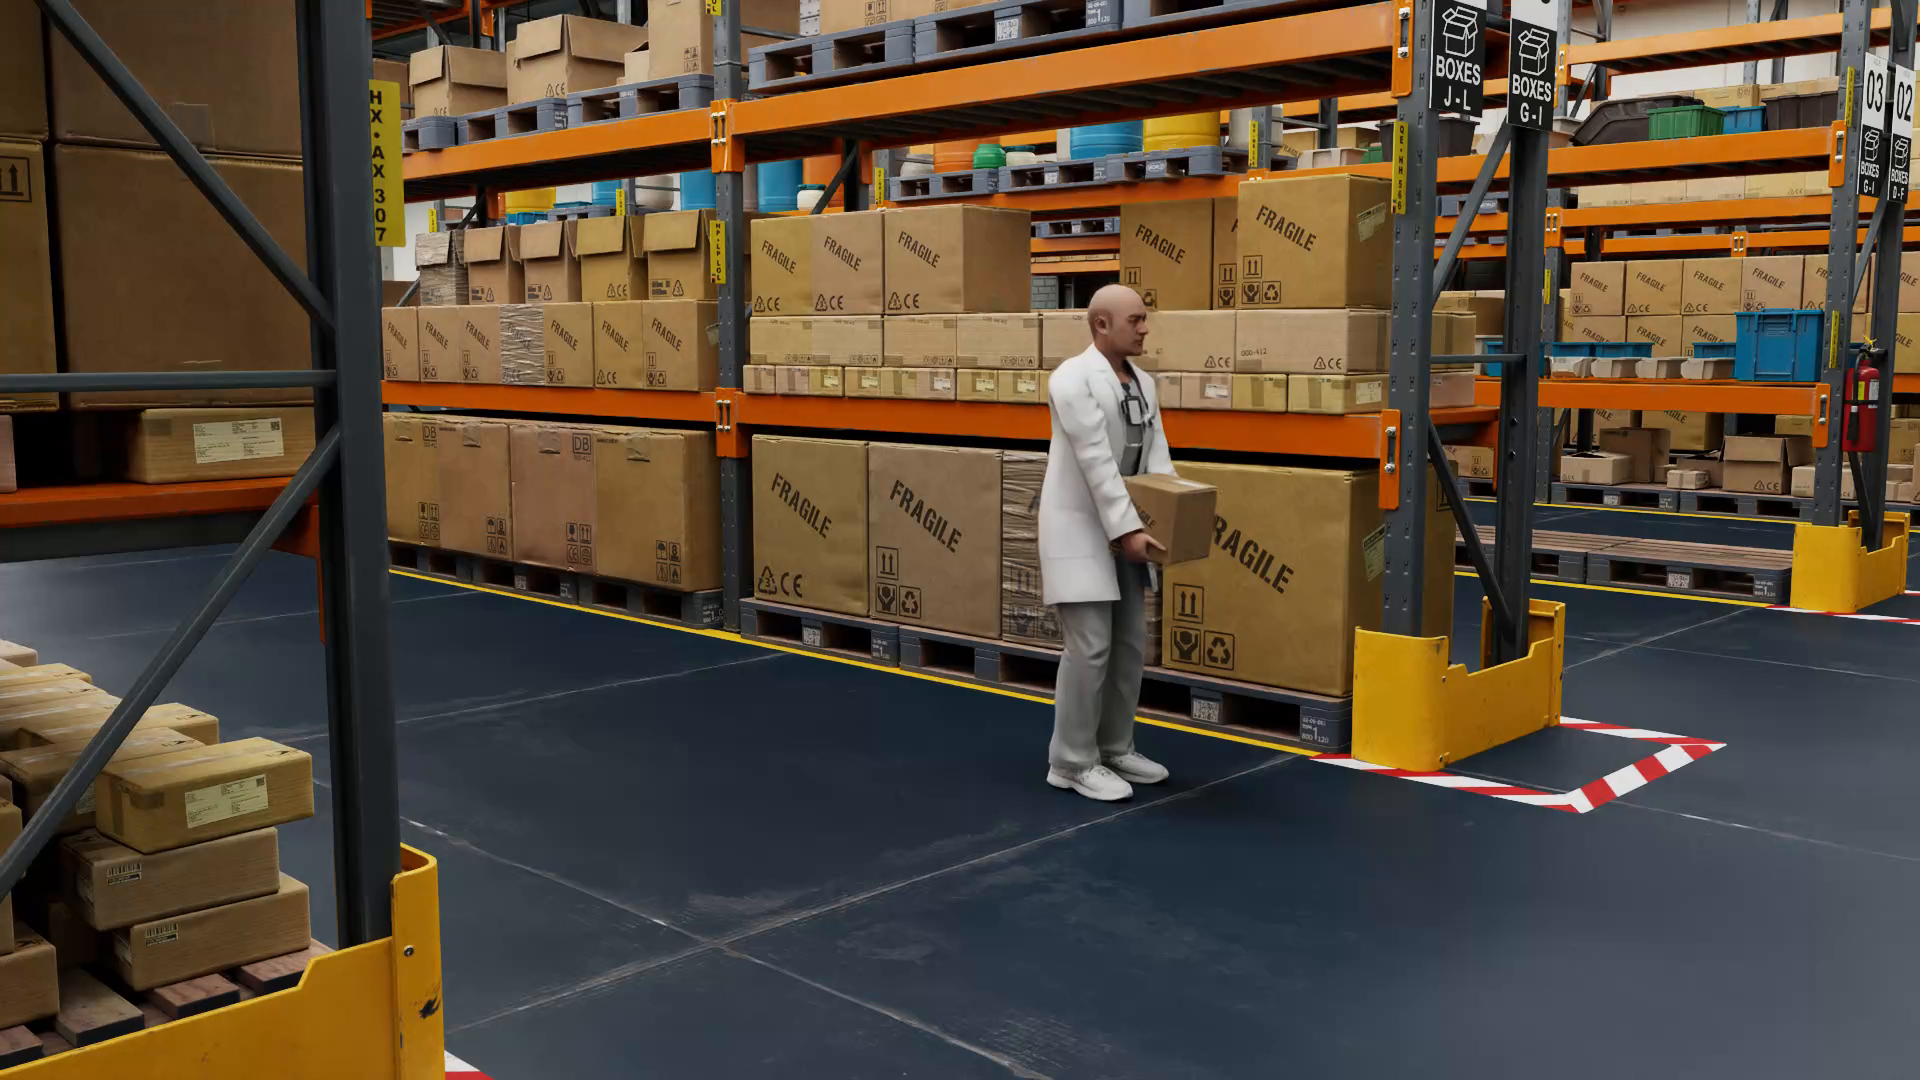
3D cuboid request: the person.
[{"bbox_3d":[0.559,0.003,5.819,0.575,1.777,0.525,6,9,41],"label":"person"}]
